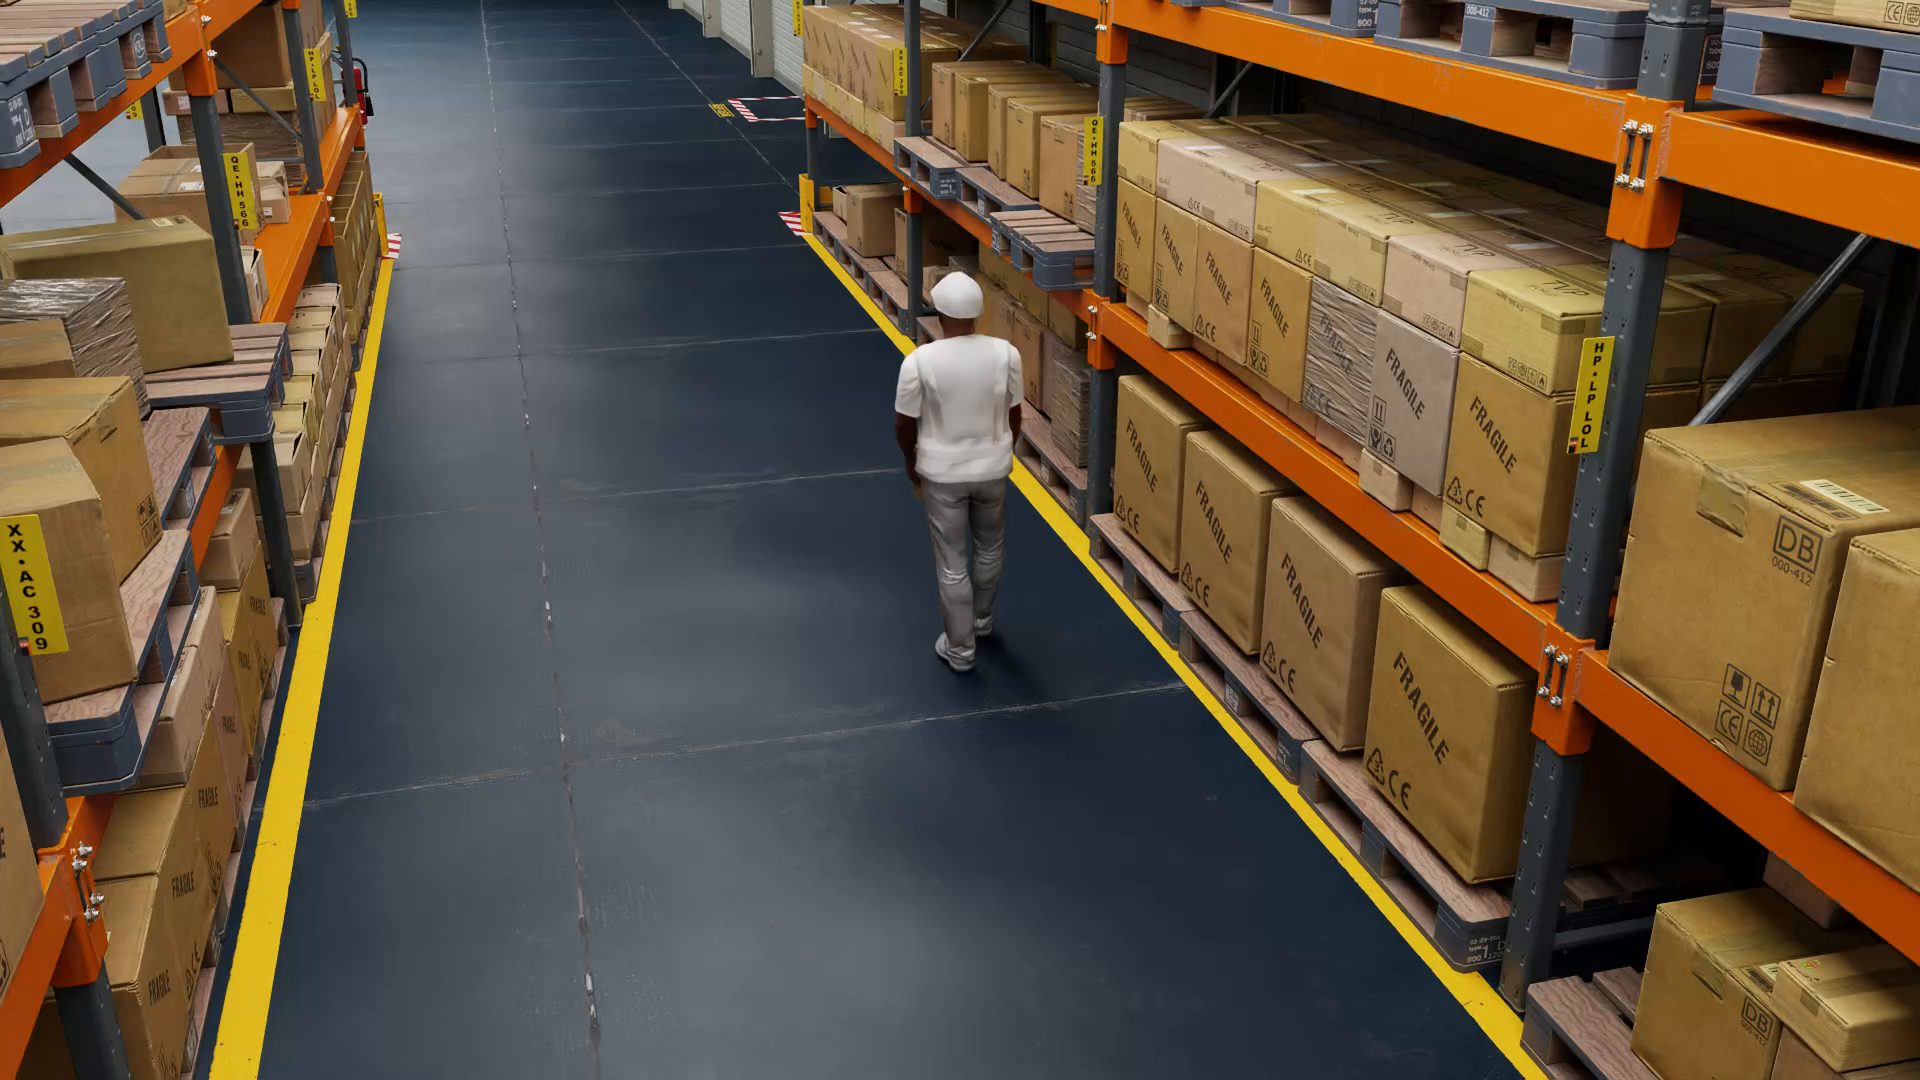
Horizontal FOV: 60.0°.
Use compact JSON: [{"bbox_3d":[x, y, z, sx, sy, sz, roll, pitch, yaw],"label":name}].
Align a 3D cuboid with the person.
[{"bbox_3d":[-0.029,-0.336,7.331,0.564,1.764,0.636,-6,24,-14],"label":"person"}]
